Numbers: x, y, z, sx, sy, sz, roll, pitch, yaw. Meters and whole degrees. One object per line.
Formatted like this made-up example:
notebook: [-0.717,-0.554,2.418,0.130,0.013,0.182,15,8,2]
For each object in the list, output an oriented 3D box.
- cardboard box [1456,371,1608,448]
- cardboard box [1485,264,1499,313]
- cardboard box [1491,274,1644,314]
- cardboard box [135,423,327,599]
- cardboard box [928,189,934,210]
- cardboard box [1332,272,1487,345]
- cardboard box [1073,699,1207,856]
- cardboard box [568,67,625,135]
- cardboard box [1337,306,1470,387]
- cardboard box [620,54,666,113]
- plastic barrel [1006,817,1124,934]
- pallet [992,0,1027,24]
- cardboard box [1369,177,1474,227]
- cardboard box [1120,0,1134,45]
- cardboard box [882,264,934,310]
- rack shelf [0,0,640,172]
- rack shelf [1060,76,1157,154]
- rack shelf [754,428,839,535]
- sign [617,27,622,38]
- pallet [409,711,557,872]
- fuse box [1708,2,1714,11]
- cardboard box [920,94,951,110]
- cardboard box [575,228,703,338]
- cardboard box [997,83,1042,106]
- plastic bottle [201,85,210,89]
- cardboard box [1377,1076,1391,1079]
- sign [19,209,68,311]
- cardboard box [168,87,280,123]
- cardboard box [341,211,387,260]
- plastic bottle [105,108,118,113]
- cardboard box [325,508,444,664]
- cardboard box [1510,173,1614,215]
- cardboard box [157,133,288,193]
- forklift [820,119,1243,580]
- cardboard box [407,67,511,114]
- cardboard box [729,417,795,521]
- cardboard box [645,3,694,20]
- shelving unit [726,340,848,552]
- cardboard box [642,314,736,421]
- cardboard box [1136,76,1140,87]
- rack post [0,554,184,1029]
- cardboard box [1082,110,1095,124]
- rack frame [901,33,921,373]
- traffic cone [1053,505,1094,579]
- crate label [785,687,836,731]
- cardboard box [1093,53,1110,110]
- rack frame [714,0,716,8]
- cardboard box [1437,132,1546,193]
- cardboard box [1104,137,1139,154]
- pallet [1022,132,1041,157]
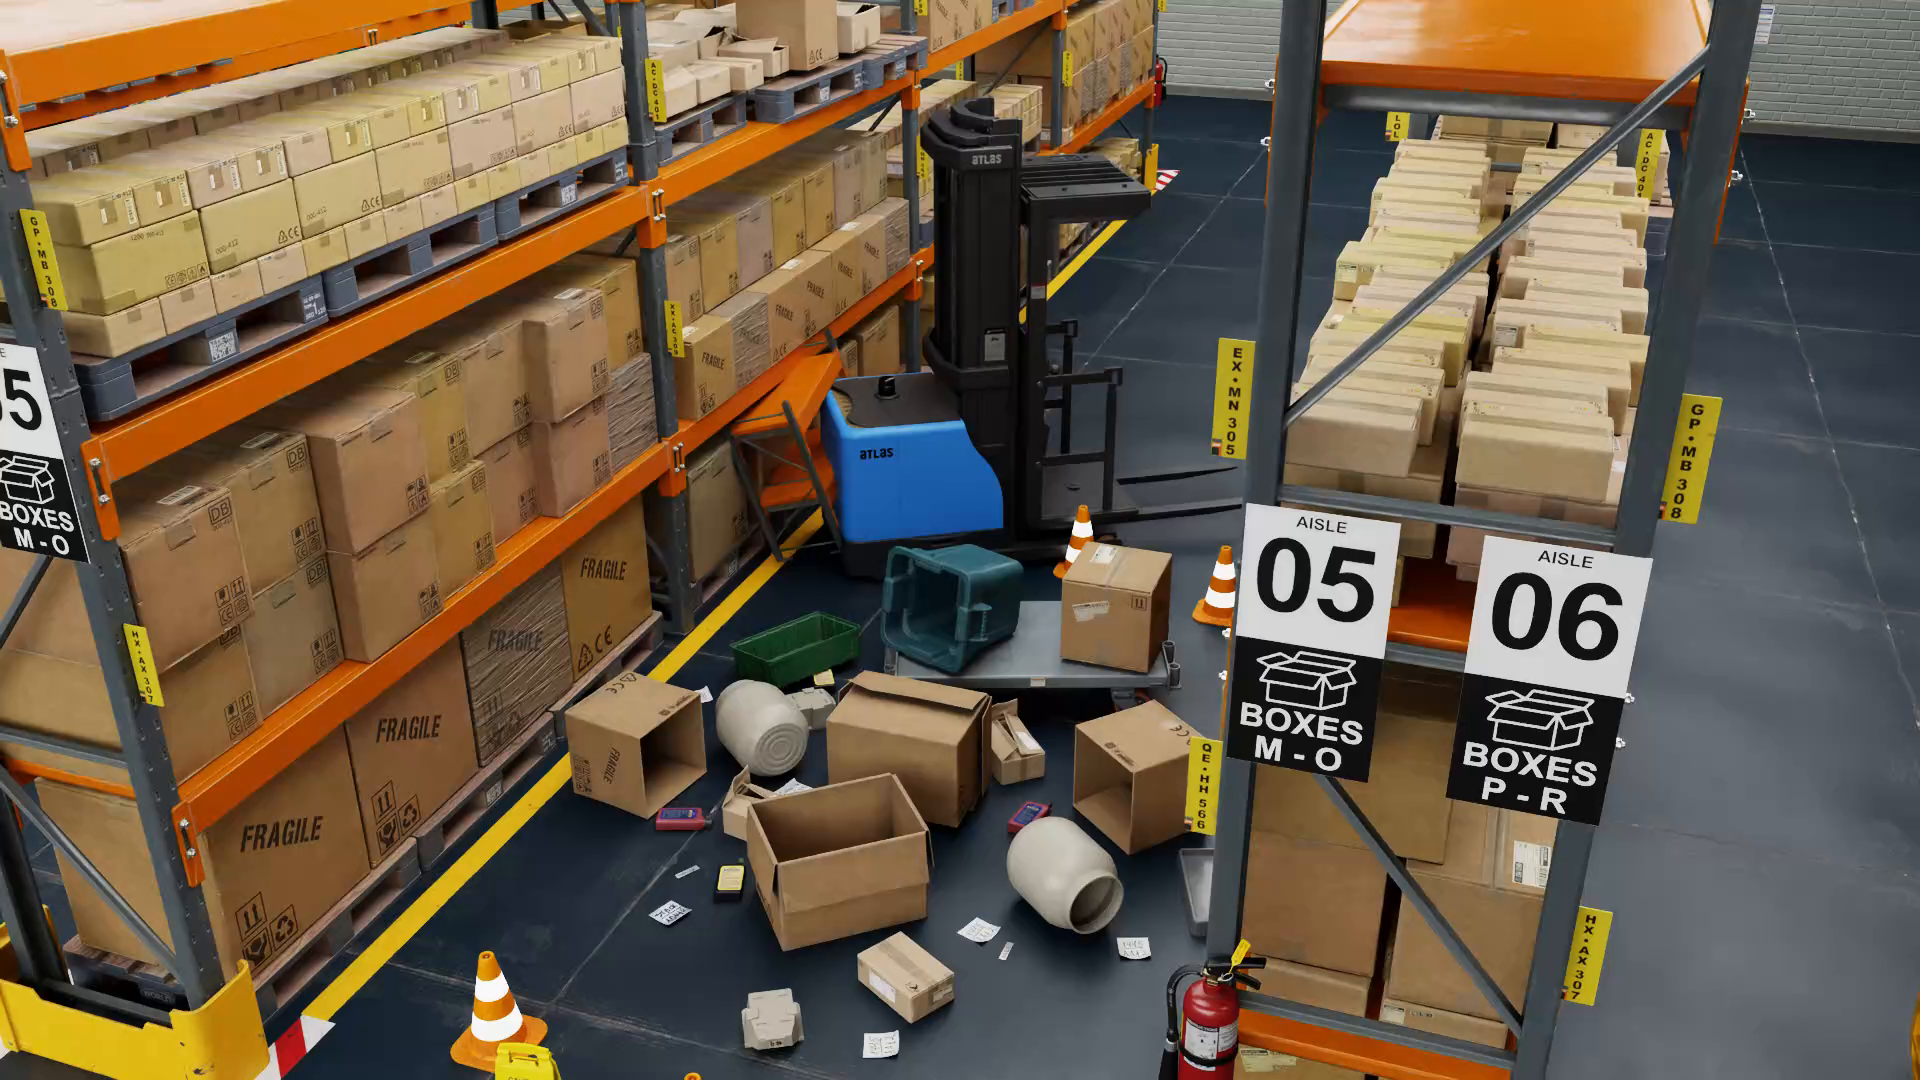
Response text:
cardboard box: [1.609,-0.346,4.678,0.380,0.149,0.250,9,27,17]
cardboard box: [2.108,-1.099,7.147,0.380,0.149,0.250,9,27,17]
cardboard box: [2.163,-0.742,5.952,0.500,0.250,0.500,9,27,19]
cardboard box: [-3.216,-0.144,6.918,0.875,0.550,0.550,9,27,17]
cardboard box: [-0.381,-2.833,13.688,0.380,0.149,0.250,10,28,20]
cardboard box: [1.649,-0.822,6.118,0.500,0.250,0.500,9,27,18]
cardboard box: [0.921,1.195,8.428,0.500,0.500,0.500,-14,29,-27]
cardboard box: [-2.062,-2.259,8.489,0.500,0.250,0.500,8,27,17]
cardboard box: [1.387,-0.610,5.223,0.380,0.149,0.250,9,27,18]
cardboard box: [-2.056,-2.678,9.696,0.500,0.250,0.500,9,27,18]
plastic barrel: [0.489,1.563,7.759,0.421,0.421,0.512,-14,29,-27]
pallet: [-0.127,-4.736,14.587,1.213,0.211,1.003,9,27,17]
cardboard box: [1.880,-1.363,6.778,0.380,0.149,0.250,9,27,17]
cardboard box: [1.602,-5.761,18.327,0.500,0.500,0.500,10,28,20]
cardboard box: [-0.352,-2.142,13.981,0.500,0.250,0.500,8,27,15]
rack shelf: [-2.806,-2.223,7.022,1.077,0.370,4.000,9,27,17]
rack shelf: [1.187,-4.634,18.427,1.077,0.370,4.000,9,27,17]
rack shelf: [-0.970,-0.434,11.231,0.538,0.278,1.000,-9,30,19]
sign: [-3.607,-5.307,17.755,0.100,0.325,0.005,9,27,17]
pallet: [-2.872,1.211,8.730,1.003,0.211,1.213,9,27,17]
fuse box: [10.341,-6.479,22.892,0.539,1.711,0.414,9,27,17]
cardboard box: [-0.303,-4.061,15.544,0.380,0.149,0.250,8,27,17]
cardboard box: [-1.981,-1.548,9.967,0.700,0.500,0.500,8,27,17]
cardboard box: [0.572,-4.286,16.007,0.380,0.149,0.250,10,28,20]
plastic bottle: [-8.653,-5.252,19.012,0.061,0.283,0.133,9,27,17]
cardboard box: [1.766,1.882,5.958,0.500,0.500,0.500,8,27,16]
sign: [-2.950,-0.900,5.355,0.100,0.325,0.005,9,27,17]
cardboard box: [-3.172,-1.849,7.184,0.380,0.149,0.250,9,27,18]
cardboard box: [-2.635,-1.288,6.942,0.380,0.149,0.250,9,27,17]
plastic bottle: [-9.157,-4.715,17.826,0.144,0.351,0.185,9,27,17]
cardboard box: [-2.924,0.128,7.595,0.875,0.550,0.550,9,27,17]
cardboard box: [2.476,-1.394,6.841,0.380,0.149,0.250,9,27,19]
cardboard box: [-2.807,-1.437,6.334,0.380,0.149,0.250,9,27,18]
forklift: [0.608,-1.342,10.983,3.031,2.843,1.129,-6,26,-12]
cardboard box: [-2.298,-2.065,7.631,0.380,0.149,0.250,9,27,18]
cardboard box: [-1.694,-0.689,11.553,1.050,0.750,0.750,9,27,17]
cardboard box: [-3.382,-5.876,19.137,0.500,0.500,0.500,8,27,16]
shelving unit: [-1.042,-0.636,11.114,0.538,0.981,1.030,-9,30,19]
cardboard box: [-1.712,-1.070,10.127,0.500,0.500,0.500,9,27,18]
cardboard box: [1.892,-5.395,19.462,0.380,0.149,0.250,9,27,17]
rack post: [-6.626,-2.643,11.419,10.902,4.420,9.321,9,27,17]
cardboard box: [1.221,-4.531,17.677,0.380,0.149,0.250,9,27,18]
rack frame: [-0.810,-2.492,13.178,1.000,3.000,0.127,9,27,17]
traffic cone: [0.807,-0.007,10.956,0.336,0.463,0.334,9,27,17]
crate label: [-0.852,0.948,9.359,0.298,0.136,0.250,-9,27,-18]
cardboard box: [-1.566,-5.568,17.285,5.883,2.061,2.375,8,27,16]
rack frame: [-2.791,-6.540,21.539,1.000,3.000,0.127,9,27,17]
cardboard box: [2.619,-1.904,8.213,0.500,0.250,0.500,8,27,16]
cardboard box: [1.915,-4.699,19.843,0.380,0.149,0.250,9,27,18]
pallet: [0.130,-3.756,16.010,1.003,0.211,1.213,9,27,17]
